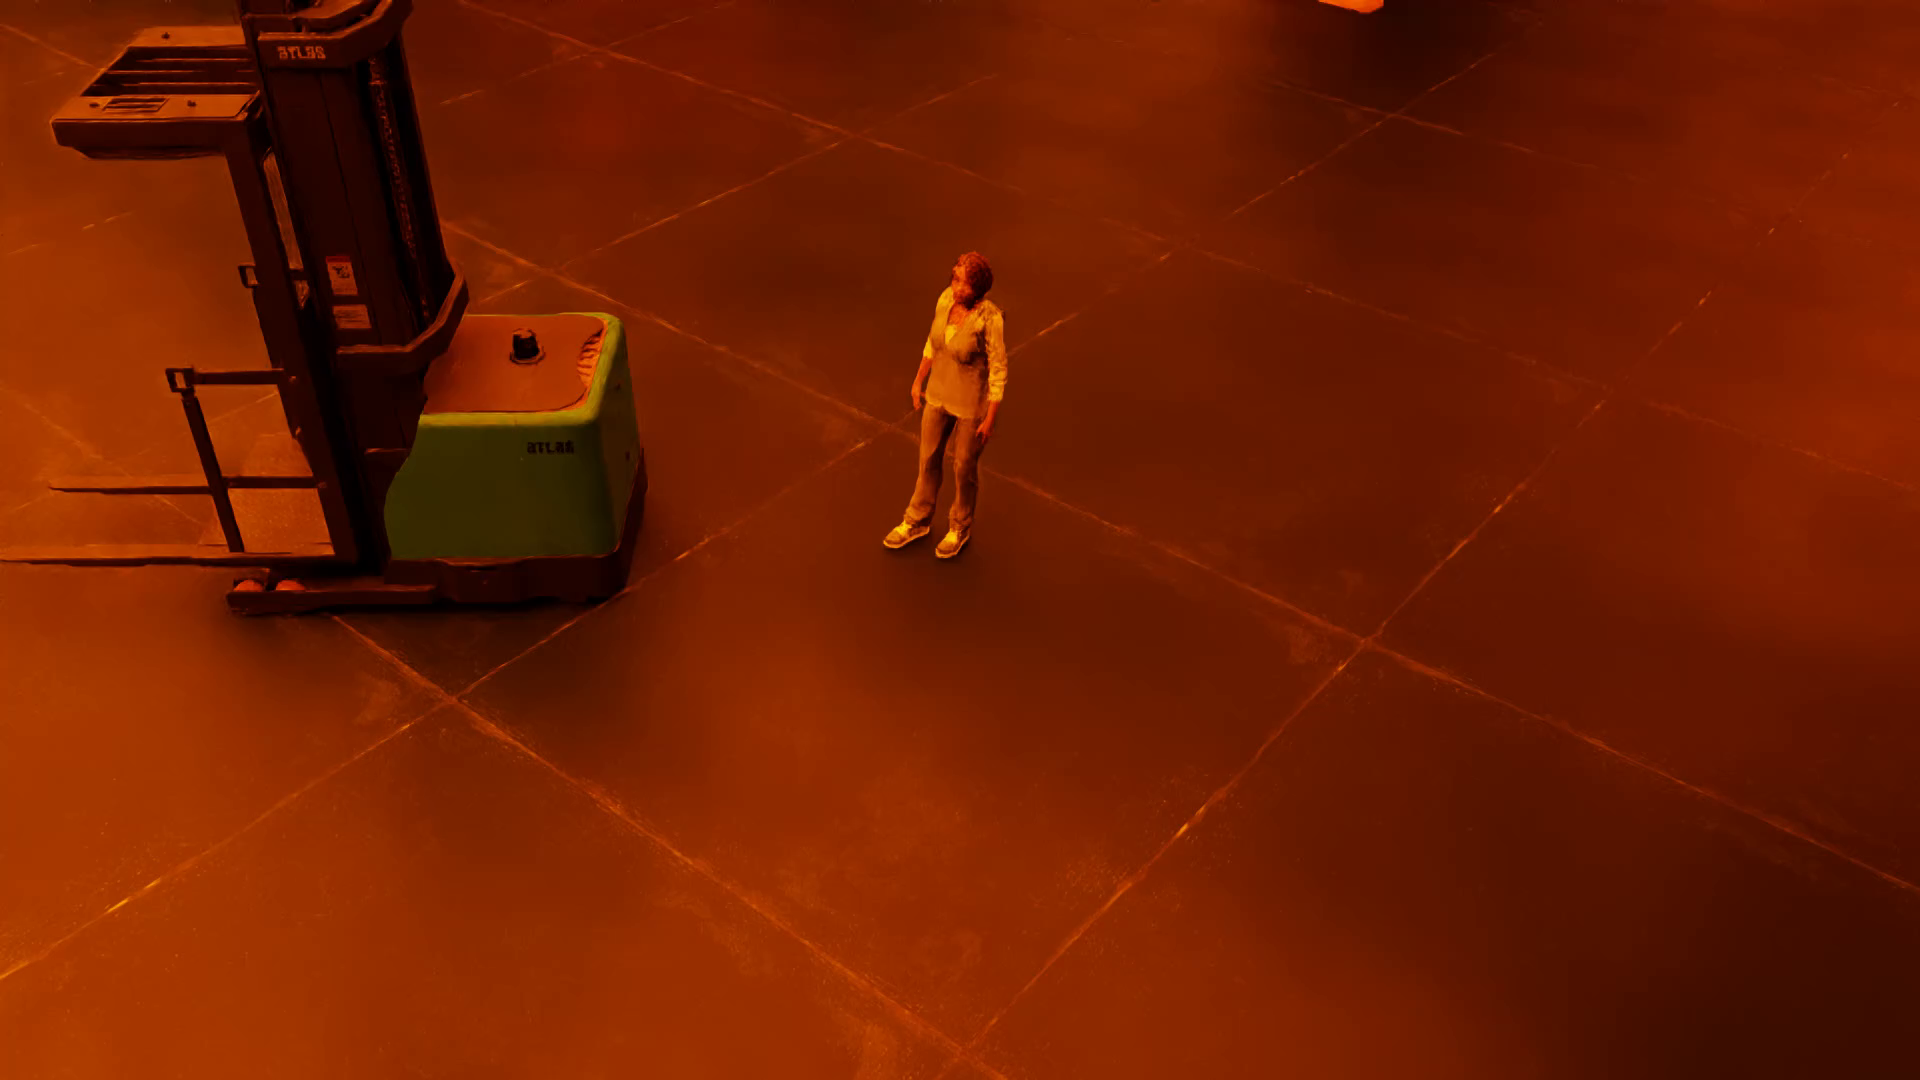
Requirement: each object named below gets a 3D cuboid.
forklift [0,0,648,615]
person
[{"bbox_3d":[-3.151,-1.140,7.585,3.031,2.935,1.130,-1,36,-1],"label":"forklift"},{"bbox_3d":[-0.058,-0.623,7.996,0.521,1.597,0.474,26,43,31],"label":"person"}]
